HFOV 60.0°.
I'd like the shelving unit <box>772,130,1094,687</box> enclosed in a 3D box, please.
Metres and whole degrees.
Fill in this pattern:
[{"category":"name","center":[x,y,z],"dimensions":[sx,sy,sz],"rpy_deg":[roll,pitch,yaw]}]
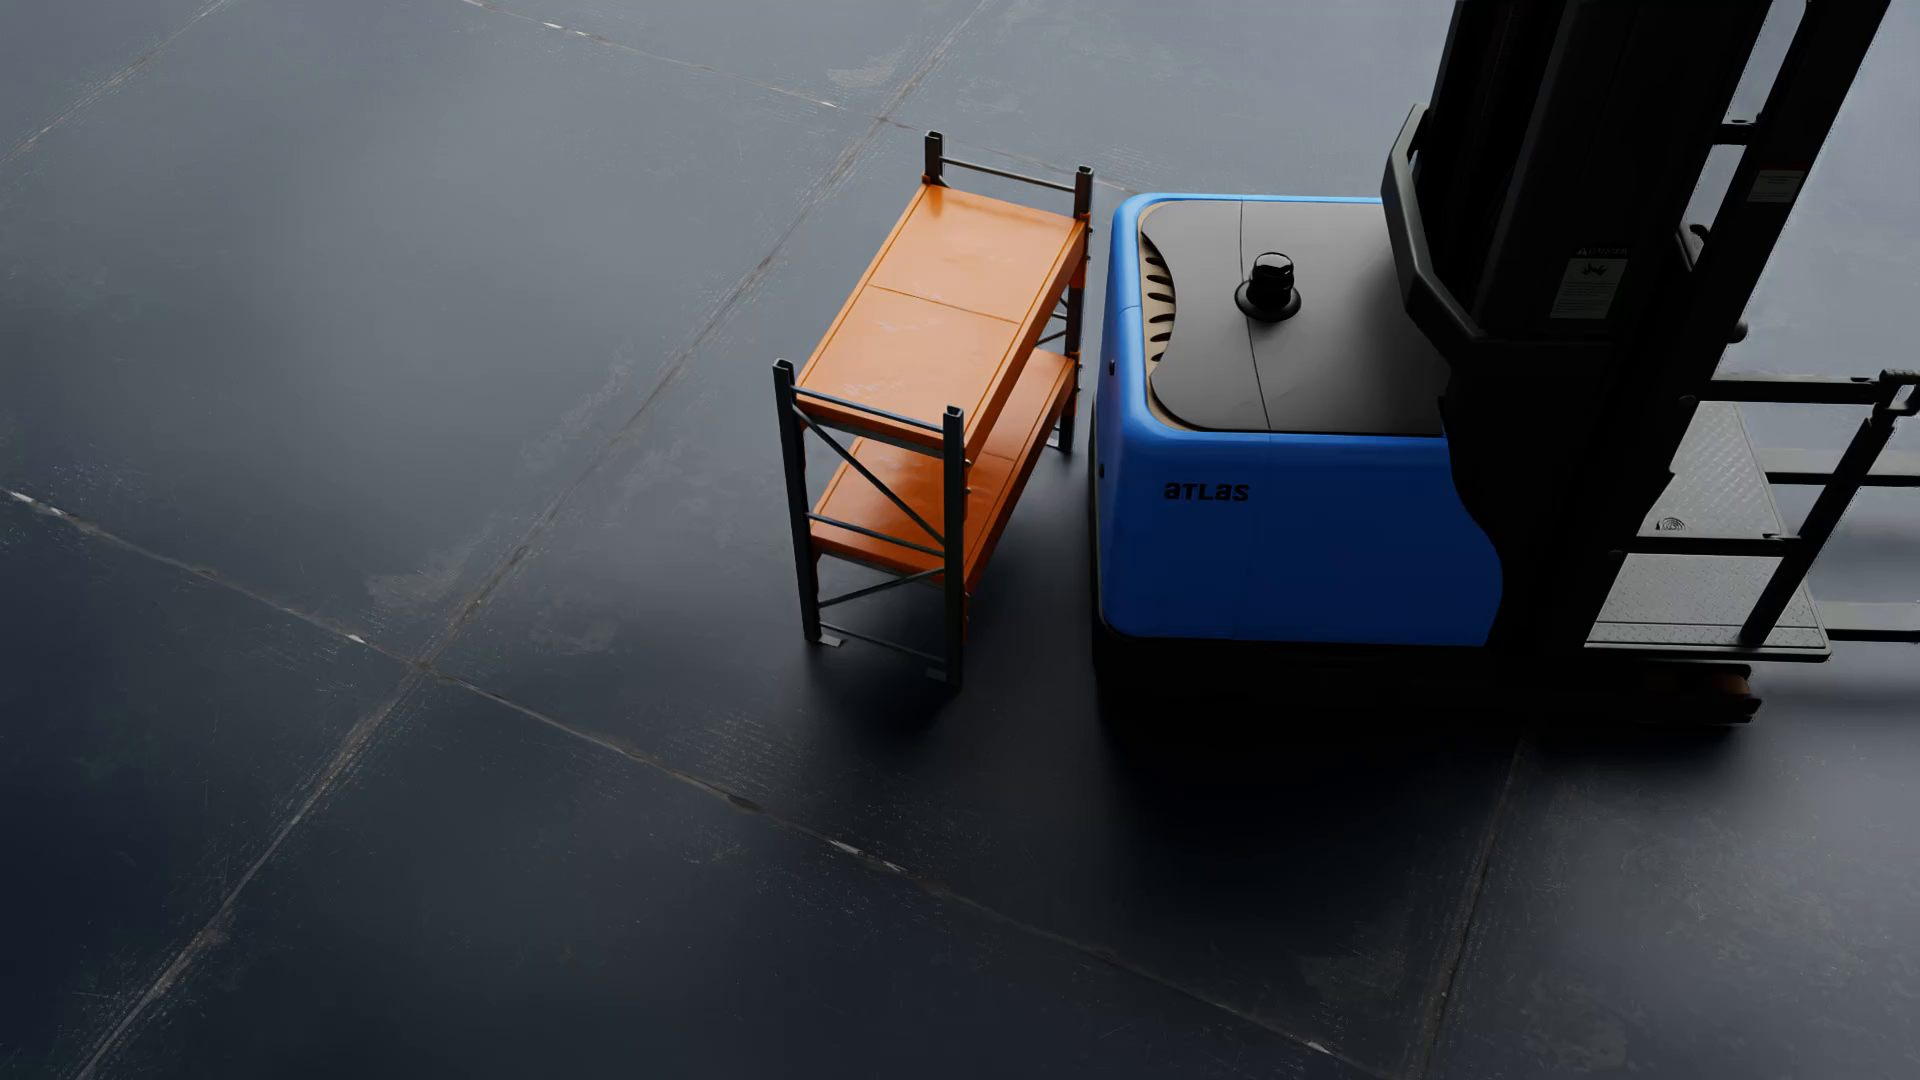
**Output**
[{"category":"shelving unit","center":[-0.046,-0.373,4.829],"dimensions":[0.538,1.125,1.048],"rpy_deg":[16,52,14]}]

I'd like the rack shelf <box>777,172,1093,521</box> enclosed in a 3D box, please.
[{"category":"rack shelf","center":[-0.046,-0.563,4.606],"dimensions":[0.538,0.278,1.000],"rpy_deg":[16,52,14]}]

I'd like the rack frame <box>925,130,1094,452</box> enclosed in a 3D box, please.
[{"category":"rack frame","center":[0.137,-0.734,5.136],"dimensions":[0.500,1.125,0.032],"rpy_deg":[16,52,14]}]

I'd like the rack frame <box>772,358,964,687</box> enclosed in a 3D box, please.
[{"category":"rack frame","center":[-0.229,-0.012,4.522],"dimensions":[0.500,1.125,0.032],"rpy_deg":[16,52,14]}]

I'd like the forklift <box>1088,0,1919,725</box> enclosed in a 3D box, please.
[{"category":"forklift","center":[1.917,-0.831,4.032],"dimensions":[3.031,2.935,1.130],"rpy_deg":[1,50,1]}]

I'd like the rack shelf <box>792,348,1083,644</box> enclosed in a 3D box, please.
[{"category":"rack shelf","center":[-0.046,-0.215,5.015],"dimensions":[0.538,0.278,1.000],"rpy_deg":[16,52,14]}]
